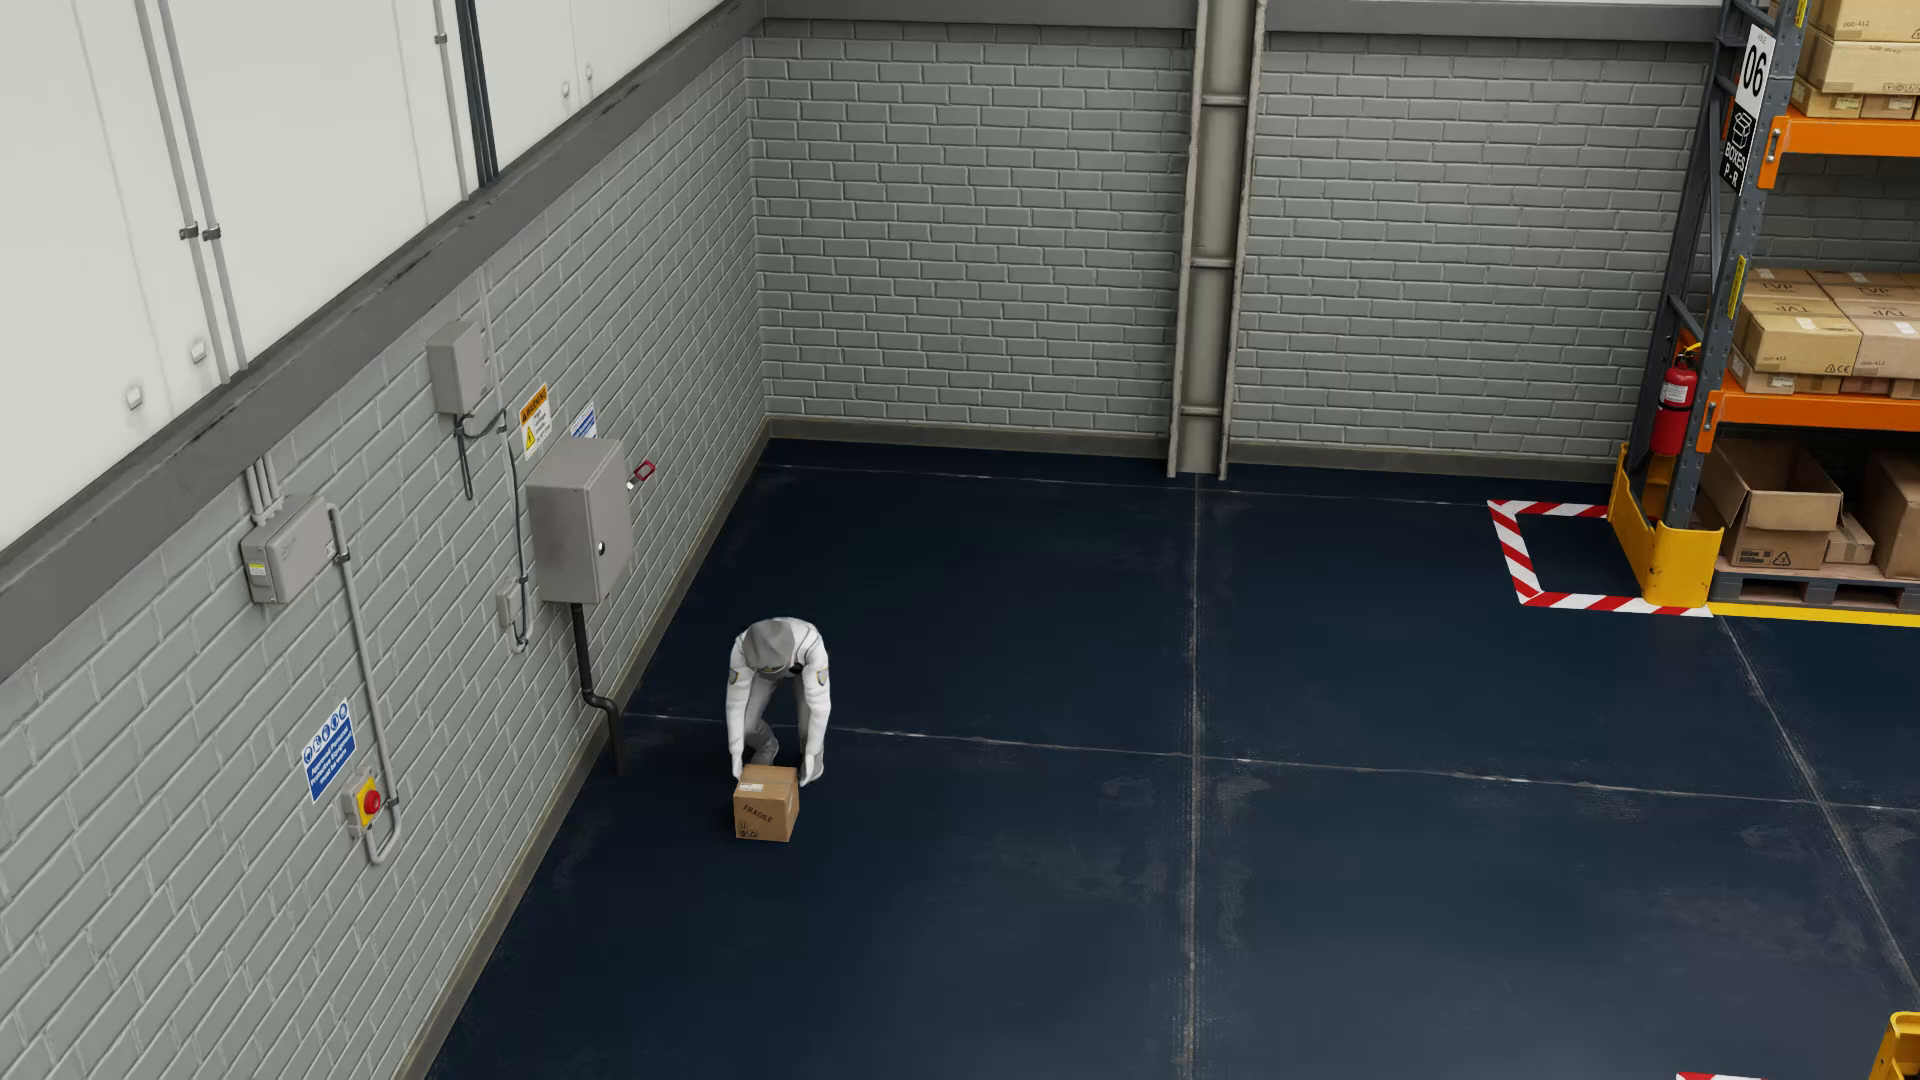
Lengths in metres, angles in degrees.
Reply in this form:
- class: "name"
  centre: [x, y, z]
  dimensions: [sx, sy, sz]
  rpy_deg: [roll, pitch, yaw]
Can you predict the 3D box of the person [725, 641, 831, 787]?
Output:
- class: "person"
  centre: [-0.834, 0.768, 7.999]
  dimensions: [0.501, 0.917, 0.760]
  rpy_deg: [3, 29, 6]
